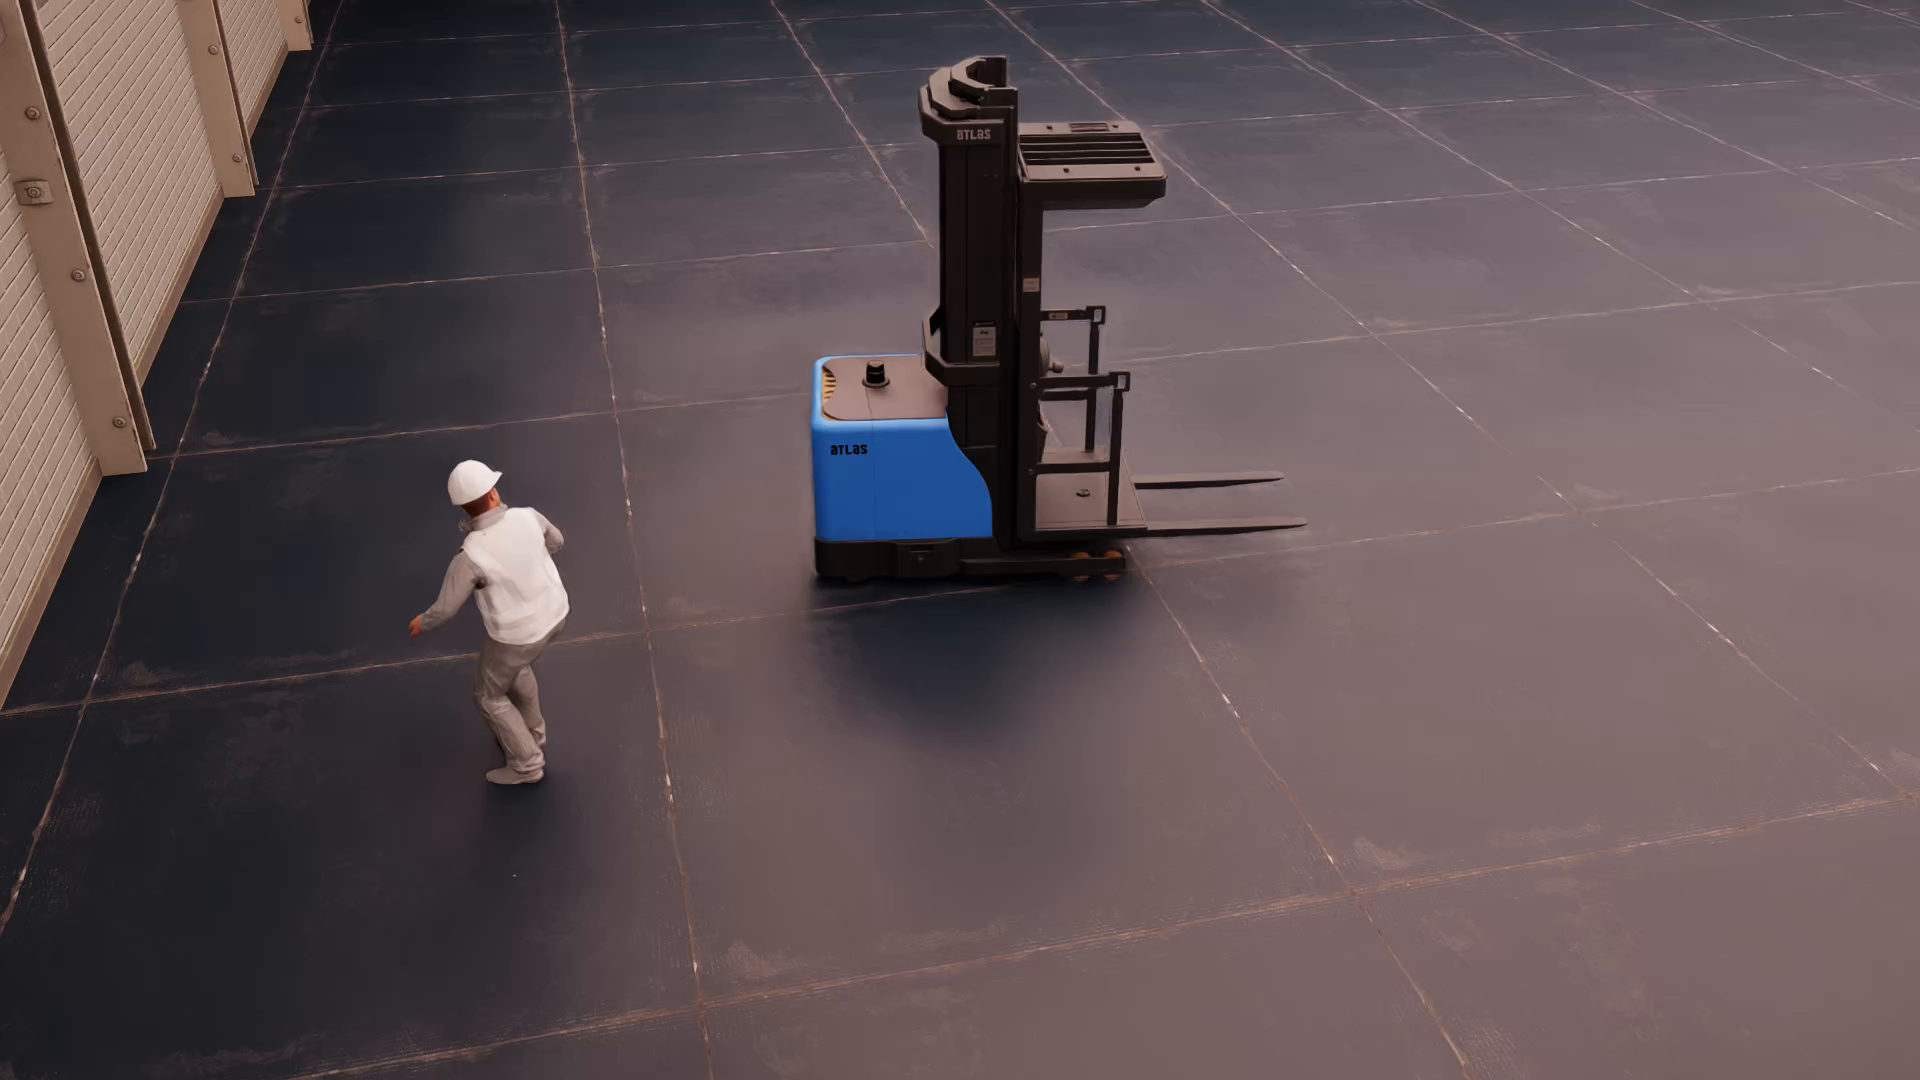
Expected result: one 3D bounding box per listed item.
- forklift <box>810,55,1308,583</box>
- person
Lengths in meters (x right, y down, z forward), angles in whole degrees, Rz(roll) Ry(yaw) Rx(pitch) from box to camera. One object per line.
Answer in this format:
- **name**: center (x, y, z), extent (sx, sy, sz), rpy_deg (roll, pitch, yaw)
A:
- **forklift**: center (0.609, -1.291, 9.804), extent (3.031, 2.935, 1.130), rpy_deg (-2, 30, -3)
- **person**: center (-2.280, 0.390, 8.166), extent (0.635, 1.729, 0.762), rpy_deg (13, 33, 21)
